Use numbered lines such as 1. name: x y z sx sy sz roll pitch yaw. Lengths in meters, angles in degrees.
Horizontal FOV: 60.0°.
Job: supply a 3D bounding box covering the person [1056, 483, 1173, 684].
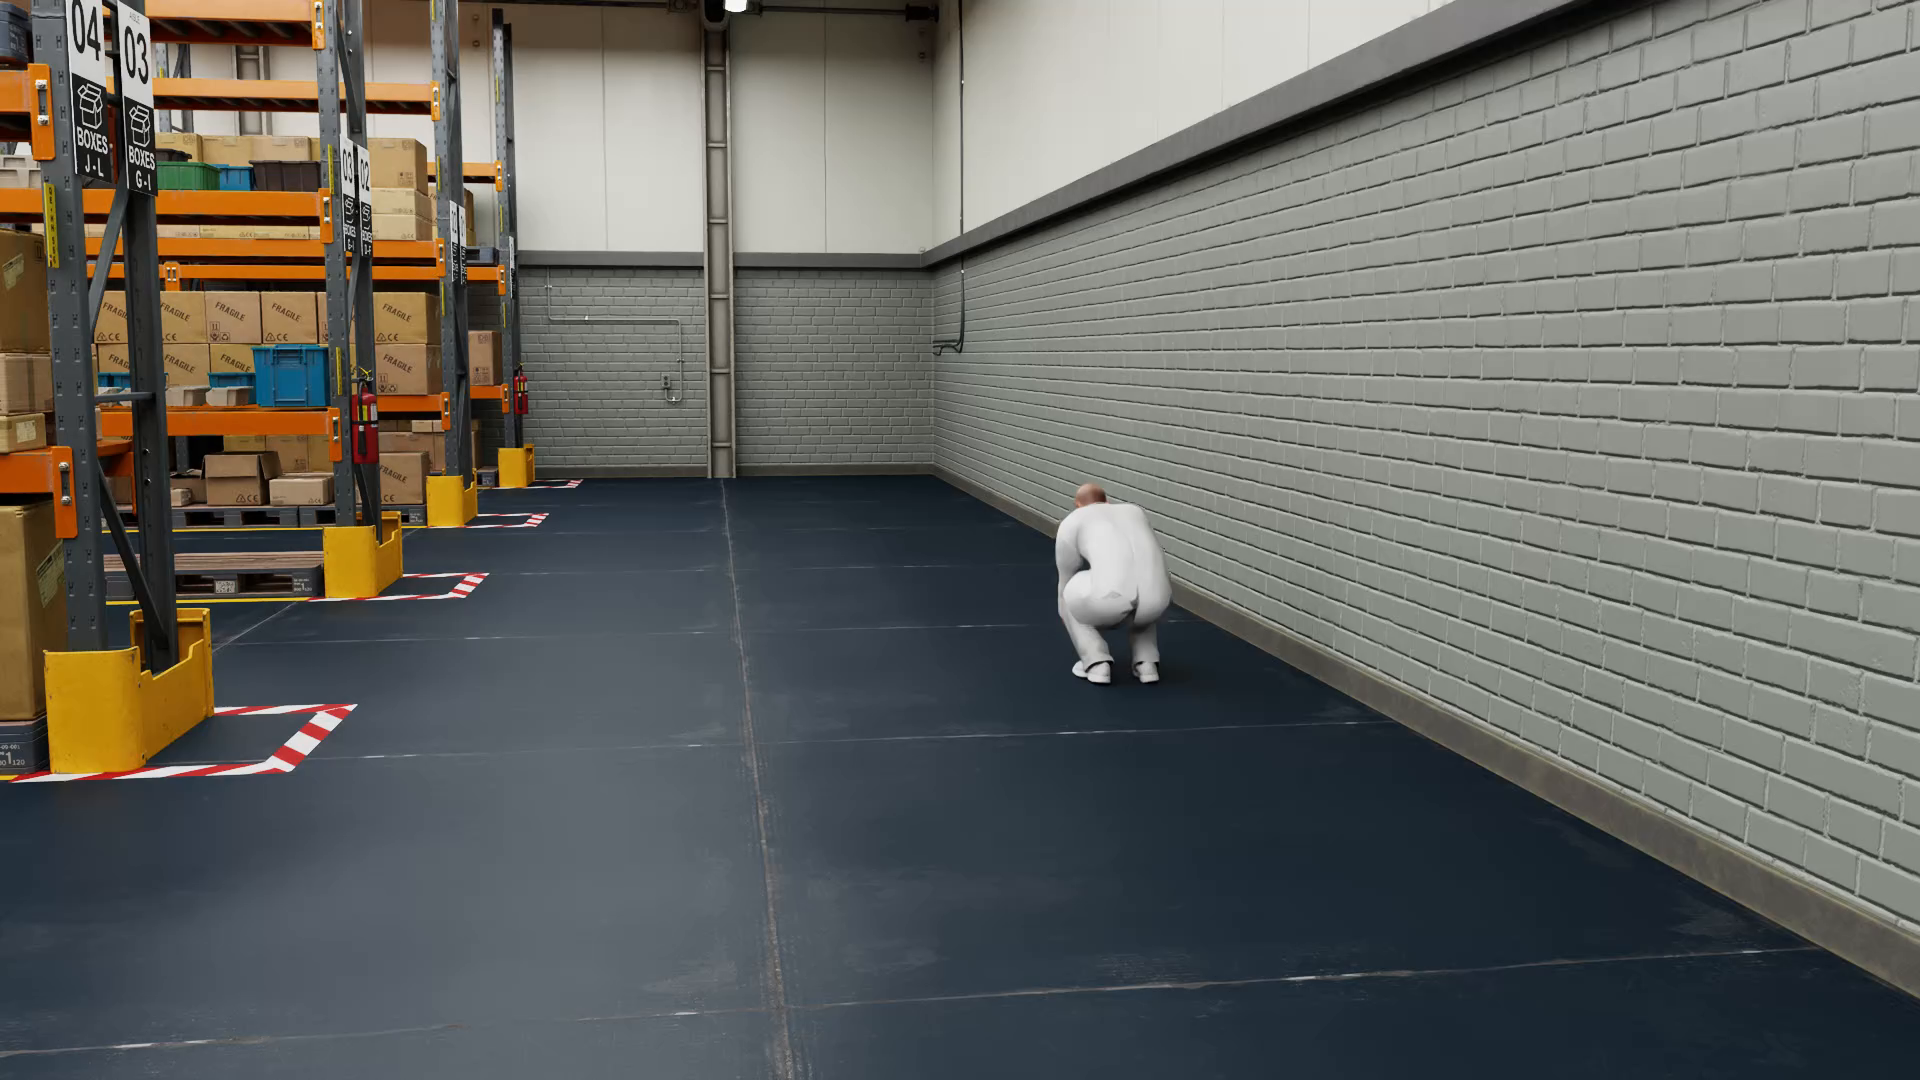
1. person: 0.809 0.228 8.856 0.580 0.981 0.938 -1 6 -10
